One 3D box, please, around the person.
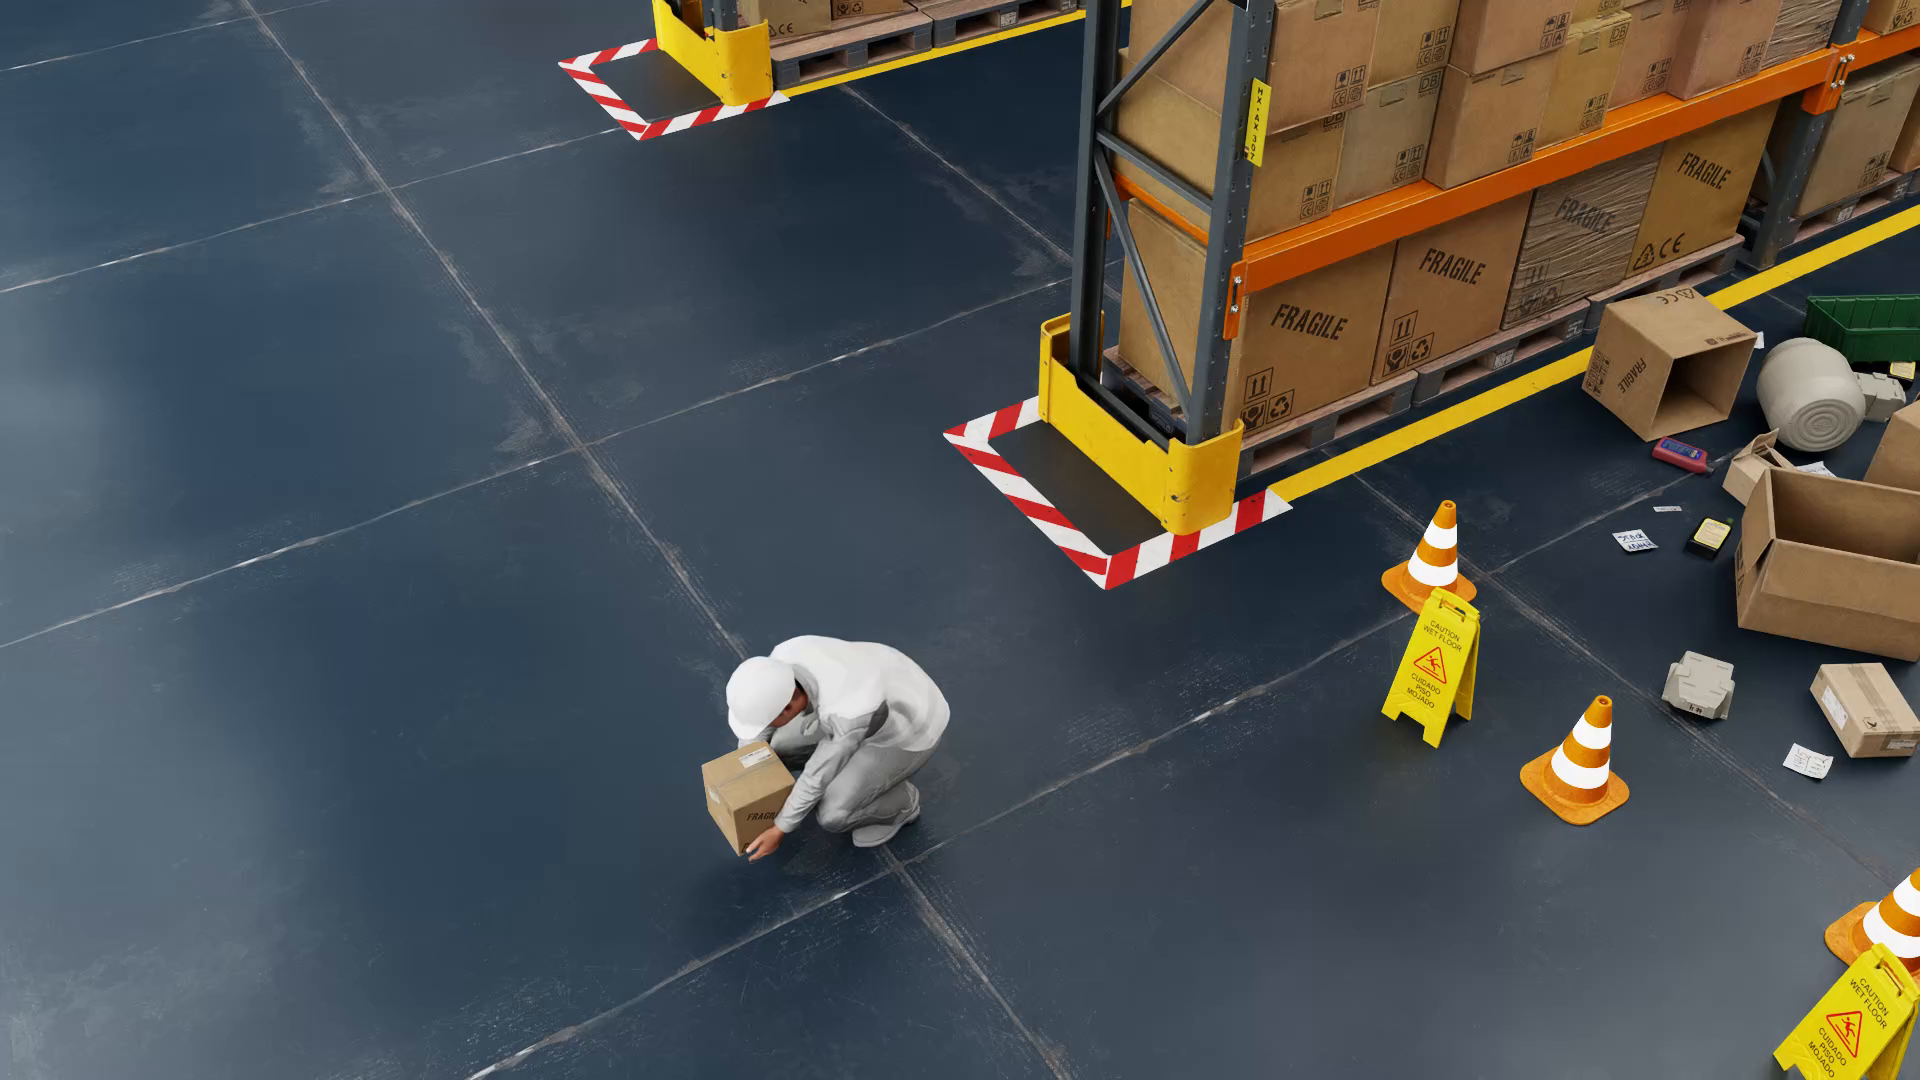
[{"bbox_3d":[-0.457,0.673,5.944,0.871,1.015,0.523,-23,46,-25],"label":"person"}]
